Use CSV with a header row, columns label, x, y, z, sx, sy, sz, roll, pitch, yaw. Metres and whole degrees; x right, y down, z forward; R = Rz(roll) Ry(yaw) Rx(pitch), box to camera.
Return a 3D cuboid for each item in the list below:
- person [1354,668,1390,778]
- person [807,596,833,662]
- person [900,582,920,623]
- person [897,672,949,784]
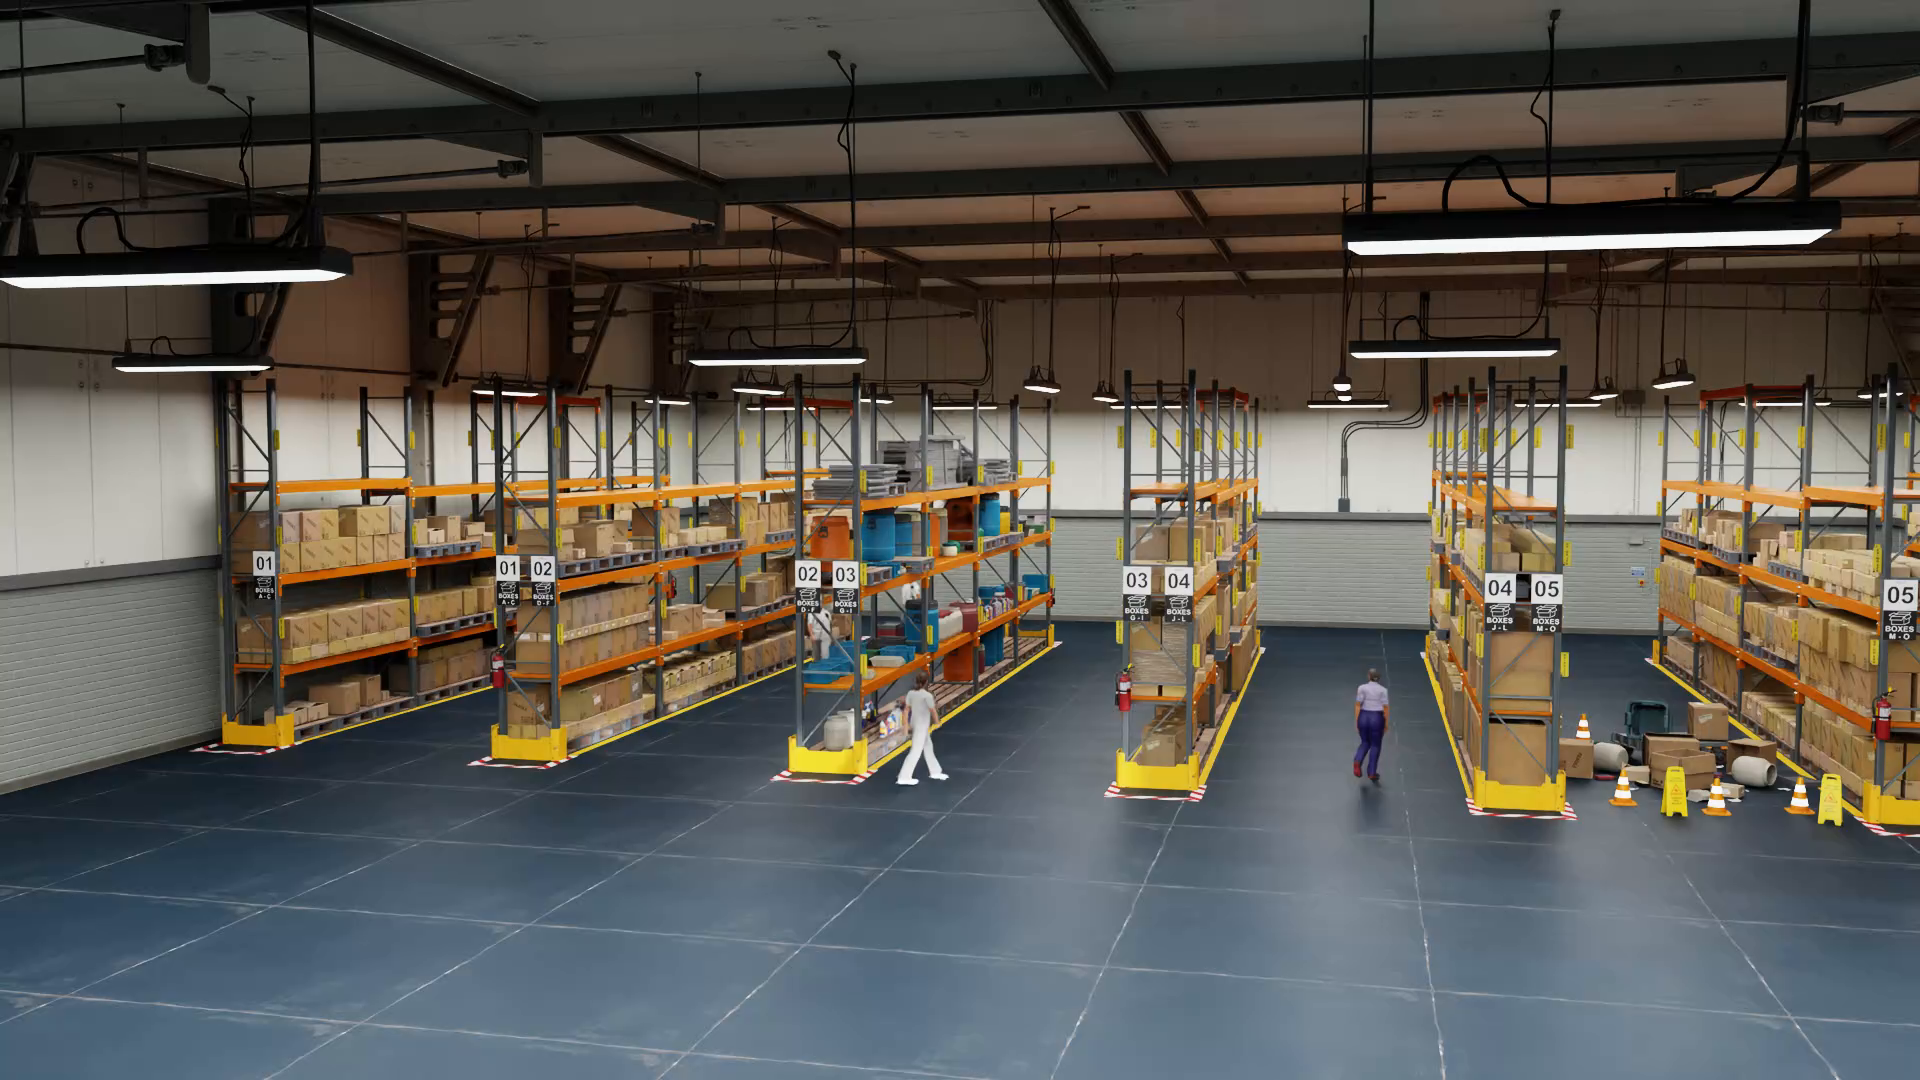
label,x,y,z,sx,sy,sz,roll,pitch,yaw
person,6.067,2.698,24.498,0.475,1.641,0.480,-3,5,-44
person,-2.927,2.030,34.759,0.518,1.726,1.033,0,3,5
person,-1.292,1.691,42.132,0.555,1.733,0.430,3,5,41
person,-0.506,2.720,24.184,0.907,1.636,0.433,-2,4,-27
